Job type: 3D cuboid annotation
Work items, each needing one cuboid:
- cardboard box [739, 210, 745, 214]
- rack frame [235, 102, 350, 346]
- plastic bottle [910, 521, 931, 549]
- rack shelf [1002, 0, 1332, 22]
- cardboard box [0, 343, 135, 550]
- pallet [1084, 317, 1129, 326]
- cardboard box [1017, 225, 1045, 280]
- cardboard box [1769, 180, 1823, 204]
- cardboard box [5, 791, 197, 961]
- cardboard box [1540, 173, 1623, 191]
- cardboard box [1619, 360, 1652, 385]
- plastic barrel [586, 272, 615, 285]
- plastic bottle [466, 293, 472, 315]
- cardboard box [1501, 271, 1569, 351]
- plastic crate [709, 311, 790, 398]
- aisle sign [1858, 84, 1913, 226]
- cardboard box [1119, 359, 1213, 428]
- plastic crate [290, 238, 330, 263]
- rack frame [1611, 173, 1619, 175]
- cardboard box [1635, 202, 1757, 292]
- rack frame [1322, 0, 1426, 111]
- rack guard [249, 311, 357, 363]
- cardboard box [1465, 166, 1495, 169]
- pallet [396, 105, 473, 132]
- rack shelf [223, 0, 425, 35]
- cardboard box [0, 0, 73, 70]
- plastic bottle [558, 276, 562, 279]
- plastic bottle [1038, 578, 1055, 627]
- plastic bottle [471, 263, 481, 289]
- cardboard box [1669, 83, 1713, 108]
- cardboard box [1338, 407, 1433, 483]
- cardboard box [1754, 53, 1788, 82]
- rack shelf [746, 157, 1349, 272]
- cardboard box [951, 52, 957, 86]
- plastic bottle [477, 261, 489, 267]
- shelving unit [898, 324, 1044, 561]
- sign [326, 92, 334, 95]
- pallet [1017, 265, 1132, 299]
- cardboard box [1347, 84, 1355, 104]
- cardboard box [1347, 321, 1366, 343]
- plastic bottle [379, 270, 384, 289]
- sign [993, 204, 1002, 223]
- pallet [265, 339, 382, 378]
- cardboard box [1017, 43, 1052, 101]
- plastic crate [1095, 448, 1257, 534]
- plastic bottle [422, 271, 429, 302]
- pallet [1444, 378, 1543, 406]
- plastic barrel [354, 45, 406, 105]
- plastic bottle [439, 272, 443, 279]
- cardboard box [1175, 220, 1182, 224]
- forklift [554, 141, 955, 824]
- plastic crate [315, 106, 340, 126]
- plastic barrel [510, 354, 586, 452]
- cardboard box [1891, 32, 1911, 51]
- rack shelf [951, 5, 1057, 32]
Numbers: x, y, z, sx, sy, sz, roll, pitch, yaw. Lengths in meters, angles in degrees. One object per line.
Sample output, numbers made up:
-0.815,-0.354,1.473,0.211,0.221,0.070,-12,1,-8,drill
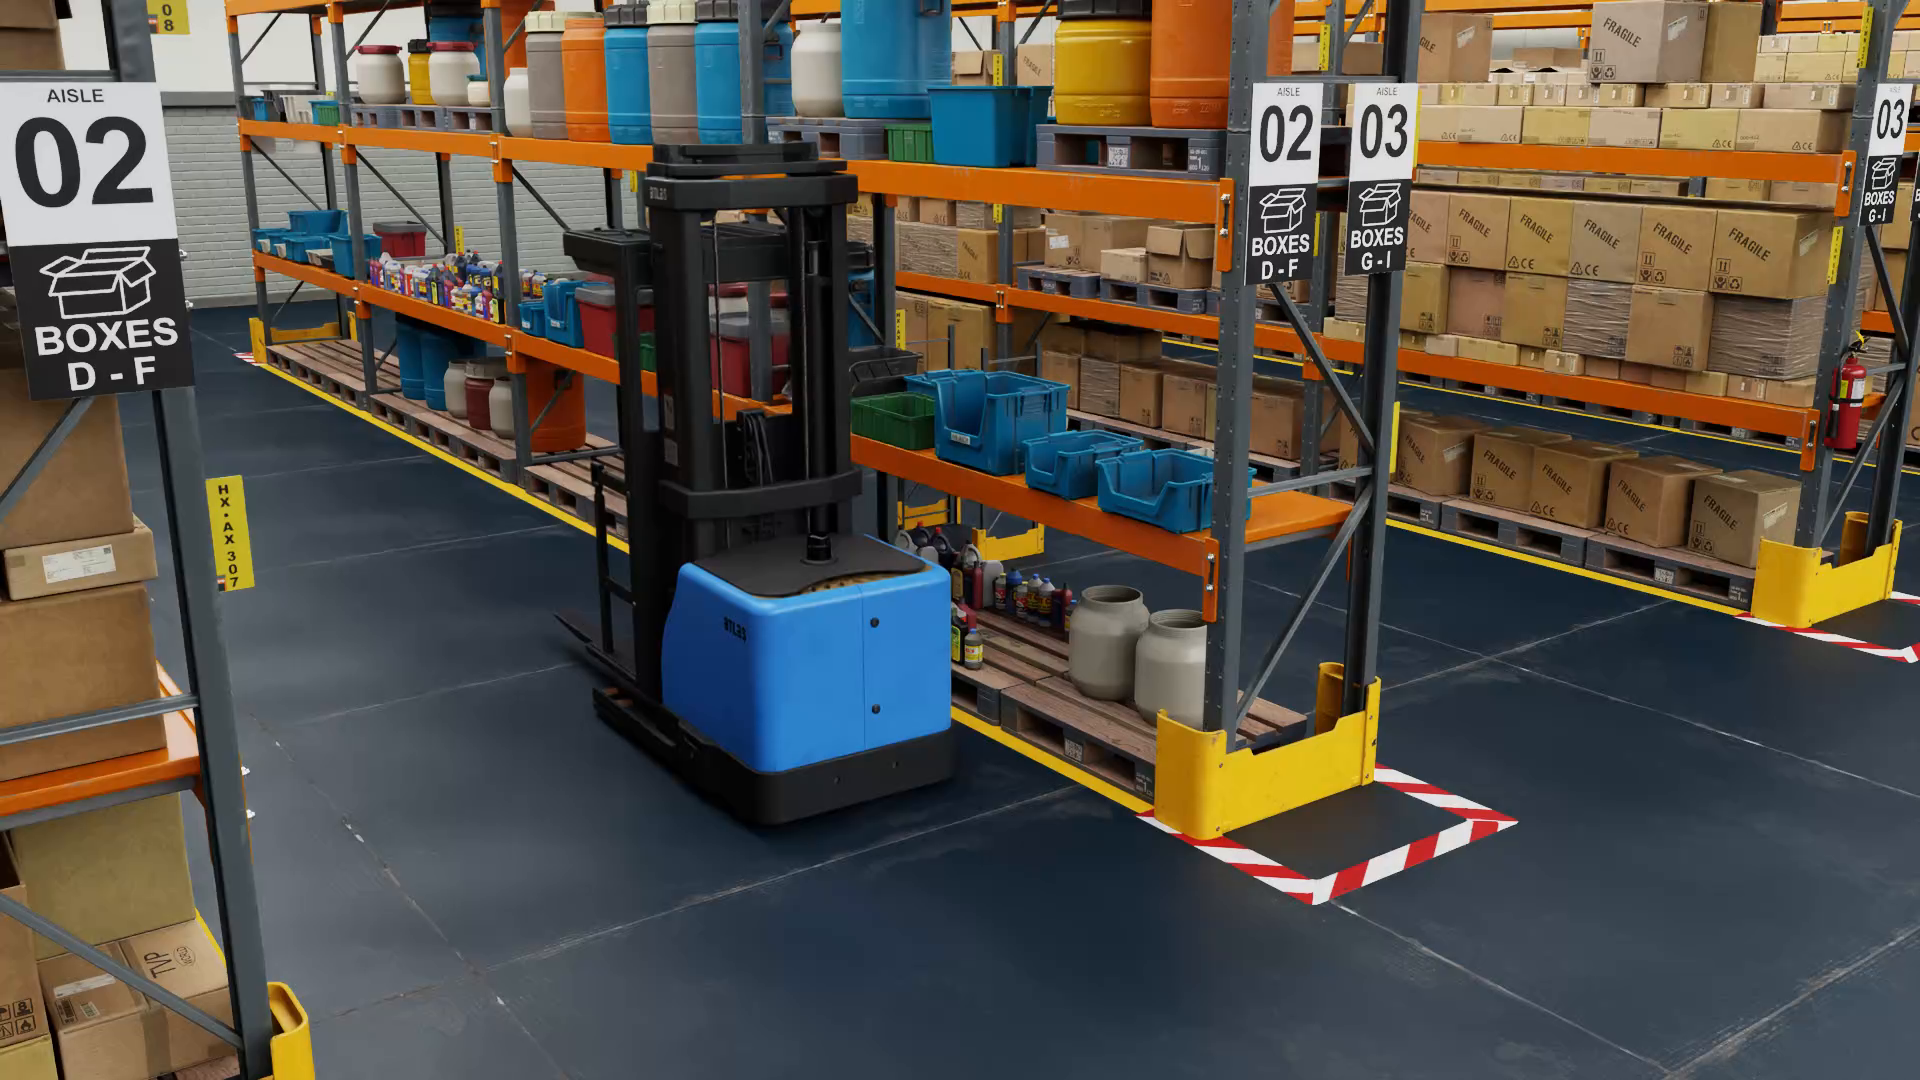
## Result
-2.321,-4.173,19.940,0.500,0.500,0.500,-11,19,-34,cardboard box
-7.901,-3.661,19.770,1.000,3.000,0.127,-11,19,-35,rack frame
-0.234,0.060,10.360,0.144,0.351,0.185,-11,19,-36,plastic bottle
1.985,-4.648,14.133,1.077,0.370,4.000,-11,19,-35,rack shelf
-2.798,-0.263,4.709,0.700,0.500,0.500,-11,19,-34,cardboard box
2.105,-3.117,23.064,1.003,0.211,1.213,-11,19,-35,pallet
0.743,-2.916,16.858,0.500,0.500,0.500,-10,18,-33,cardboard box
7.839,-3.025,15.118,0.875,0.550,0.550,-11,19,-35,cardboard box
-2.934,1.030,5.623,0.500,0.500,0.500,-11,19,-35,cardboard box
6.334,-3.469,16.984,0.700,0.500,0.500,-11,19,-34,cardboard box
4.595,-1.135,11.018,0.380,0.149,0.250,-11,19,-35,cardboard box
-2.680,-1.966,13.320,0.600,0.536,0.708,-11,19,-35,plastic barrel
-4.141,-2.016,14.137,0.097,0.201,0.097,0,15,0,plastic bottle
4.277,-1.637,11.621,0.875,0.500,0.500,-11,19,-35,cardboard box
-1.378,-1.185,10.604,0.402,0.464,0.583,-11,19,-35,plastic crate
5.306,-2.207,9.534,0.394,0.787,0.004,-11,19,-35,aisle sign
1.894,-1.352,15.234,0.700,0.500,0.500,-9,18,-30,cardboard box
-7.072,-3.160,18.143,0.416,0.233,0.300,-11,19,-35,plastic crate
8.825,-4.260,21.957,1.000,3.000,0.127,-11,19,-35,rack frame
4.691,-1.872,10.587,0.500,0.500,0.500,-11,19,-35,cardboard box
3.161,-4.761,12.425,1.000,3.000,0.127,-11,19,-35,rack frame
-7.926,-2.458,20.111,1.175,0.500,0.348,-11,19,-35,rack guard
7.422,-5.185,23.253,0.500,0.500,0.500,-11,19,-35,cardboard box
-4.340,-3.769,14.839,1.003,0.211,1.213,-11,19,-35,pallet
-6.725,-5.588,17.565,1.077,0.370,4.000,-11,19,-35,rack shelf
-2.837,-1.366,4.448,0.797,0.503,0.637,-9,18,-31,cardboard box
-3.505,-2.173,14.556,0.061,0.283,0.133,-11,19,-35,plastic bottle
0.491,0.351,9.448,0.097,0.271,0.097,0,15,0,plastic bottle
-4.556,-2.473,15.673,0.097,0.271,0.097,0,15,0,plastic bottle
4.622,-2.756,10.310,0.380,0.149,0.250,-11,19,-34,cardboard box
3.363,-0.773,13.156,0.500,0.500,0.500,-12,19,-36,cardboard box
7.293,-4.236,14.926,0.500,0.250,0.500,-11,19,-34,cardboard box
0.330,-1.771,8.546,1.077,0.370,4.000,-11,19,-35,rack shelf
-0.187,-4.709,16.931,0.500,0.500,0.500,-10,18,-32,cardboard box
-4.545,-2.527,15.863,0.152,0.276,0.135,-11,19,-35,plastic bottle
0.045,-0.707,11.819,0.587,1.500,1.083,-11,19,-35,shelving unit
-7.466,-5.146,19.712,0.100,0.325,0.005,-11,19,-35,sign
1.314,-2.493,15.867,1.213,0.211,1.003,-11,19,-35,pallet
3.102,-3.317,12.359,0.380,0.149,0.250,-12,19,-36,cardboard box
3.180,-1.598,12.709,0.380,0.149,0.250,-11,19,-35,cardboard box
-5.518,-2.516,15.964,0.097,0.201,0.097,0,15,0,plastic bottle
0.362,-3.193,15.867,0.100,0.325,0.005,-11,19,-35,sign
-7.448,-2.134,19.473,1.003,0.211,1.213,-11,19,-35,pallet
0.877,-4.317,15.350,0.500,0.500,0.500,-11,19,-34,cardboard box
0.970,-0.233,7.527,0.499,0.251,0.616,-11,19,-35,plastic crate
-4.801,-2.290,15.004,0.097,0.271,0.097,0,15,0,plastic bottle
5.996,-1.684,17.831,1.003,0.211,1.213,-11,19,-35,pallet
-5.443,-4.370,15.627,0.433,0.535,0.433,0,15,0,plastic barrel
-4.591,-2.238,14.792,0.061,0.283,0.133,-11,19,-35,plastic bottle
2.846,-4.084,20.995,0.380,0.149,0.250,-11,19,-34,cardboard box
-1.258,-0.500,8.349,1.130,2.935,3.031,-10,18,-32,forklift
-6.043,-4.195,16.440,0.450,0.188,0.662,-11,19,-35,plastic crate
-3.499,-1.210,14.132,0.600,0.830,0.708,-11,19,-35,plastic barrel
7.921,-4.175,13.945,0.380,0.149,0.250,-11,19,-35,cardboard box
1.352,-7.296,23.056,1.077,0.370,4.000,-11,19,-35,rack shelf
